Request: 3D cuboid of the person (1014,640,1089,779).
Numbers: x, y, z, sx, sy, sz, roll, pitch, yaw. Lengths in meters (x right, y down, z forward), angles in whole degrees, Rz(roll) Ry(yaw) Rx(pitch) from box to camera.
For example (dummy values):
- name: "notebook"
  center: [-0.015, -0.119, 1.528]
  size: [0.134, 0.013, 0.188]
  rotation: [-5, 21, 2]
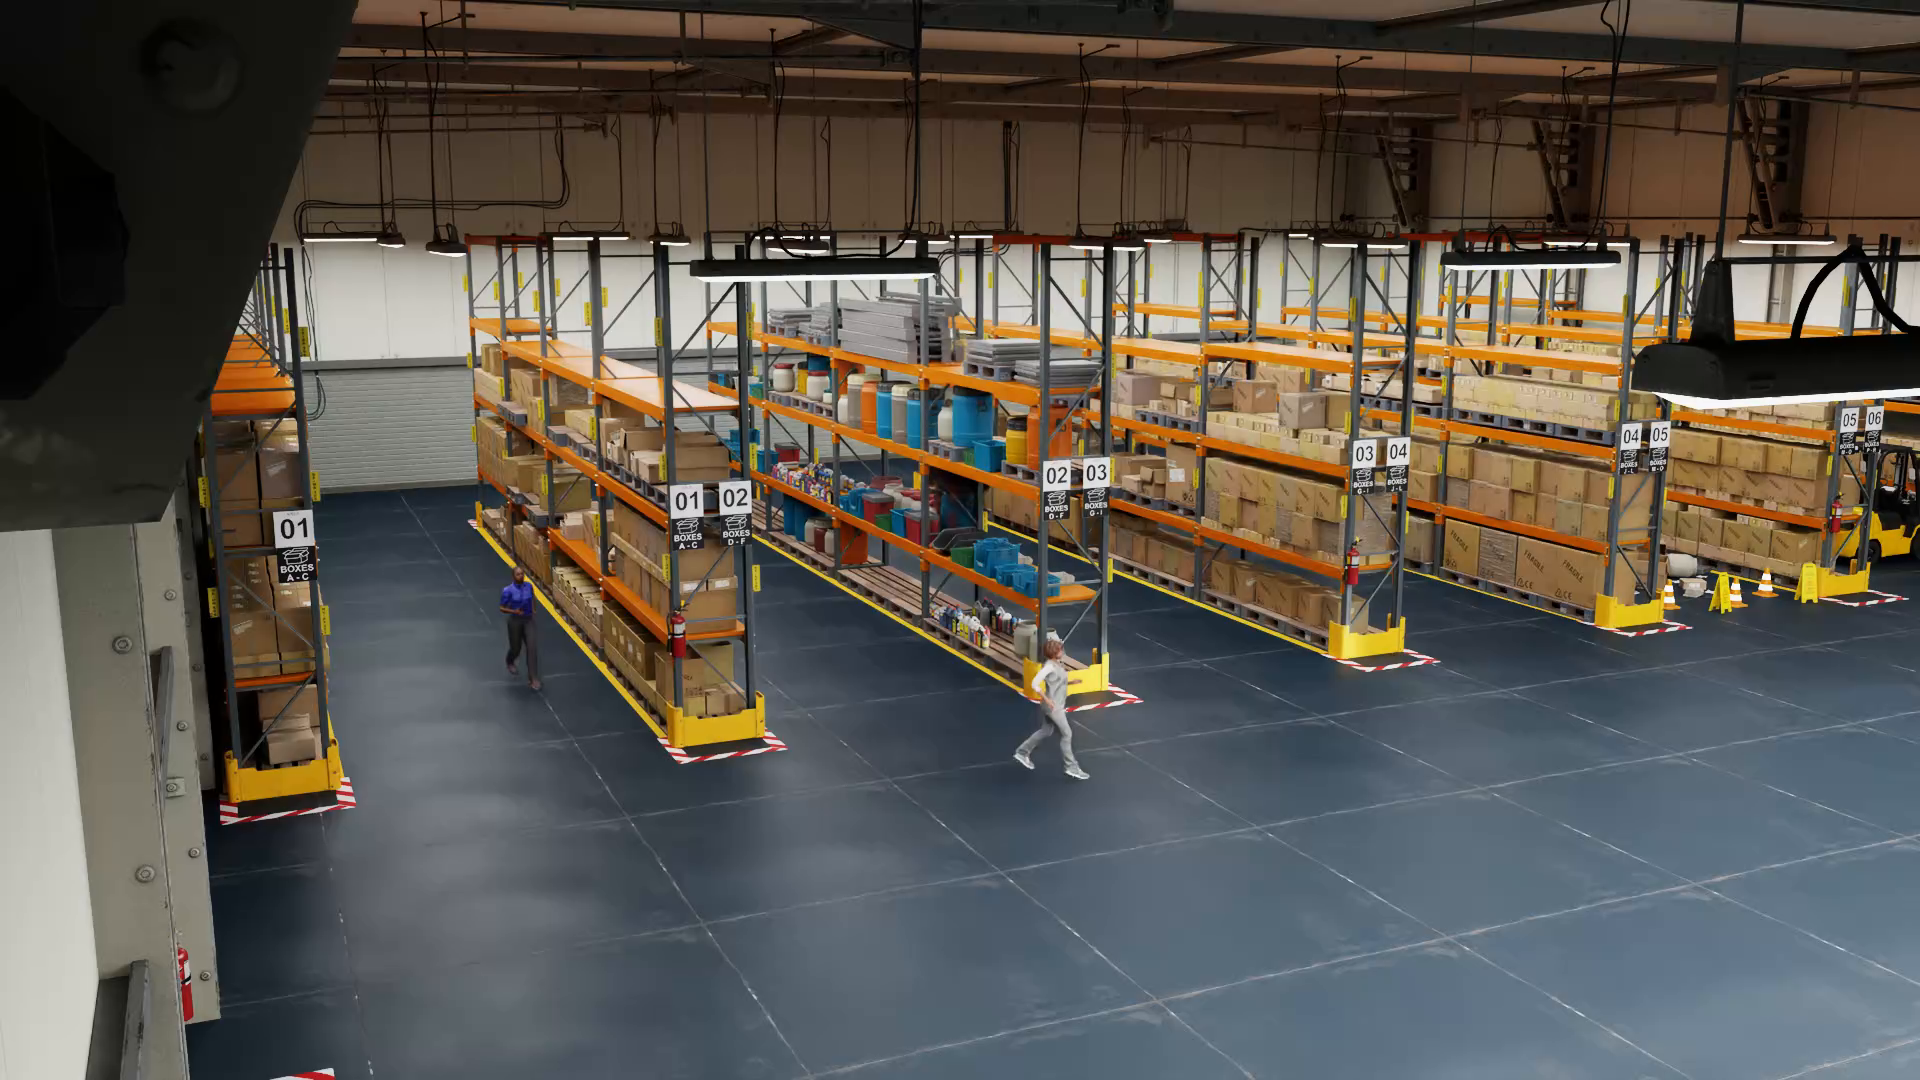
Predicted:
- name: "person"
  center: [1.048, 1.915, 18.938]
  size: [0.867, 1.600, 0.529]
  rotation: [1, 11, 5]

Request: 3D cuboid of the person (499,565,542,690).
- name: "person"
  center: [-5.997, 1.162, 22.717]
  size: [0.579, 1.657, 0.923]
  rotation: [-8, 13, -35]

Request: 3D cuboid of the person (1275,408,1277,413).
- name: "person"
  center: [8.129, -2.870, 43.870]
  size: [1.079, 1.521, 0.767]
  rotation: [-2, 11, -9]

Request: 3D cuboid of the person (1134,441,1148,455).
- name: "person"
  center: [4.472, -2.568, 42.081]
  size: [0.855, 1.613, 0.616]
  rotation: [6, 12, 28]
